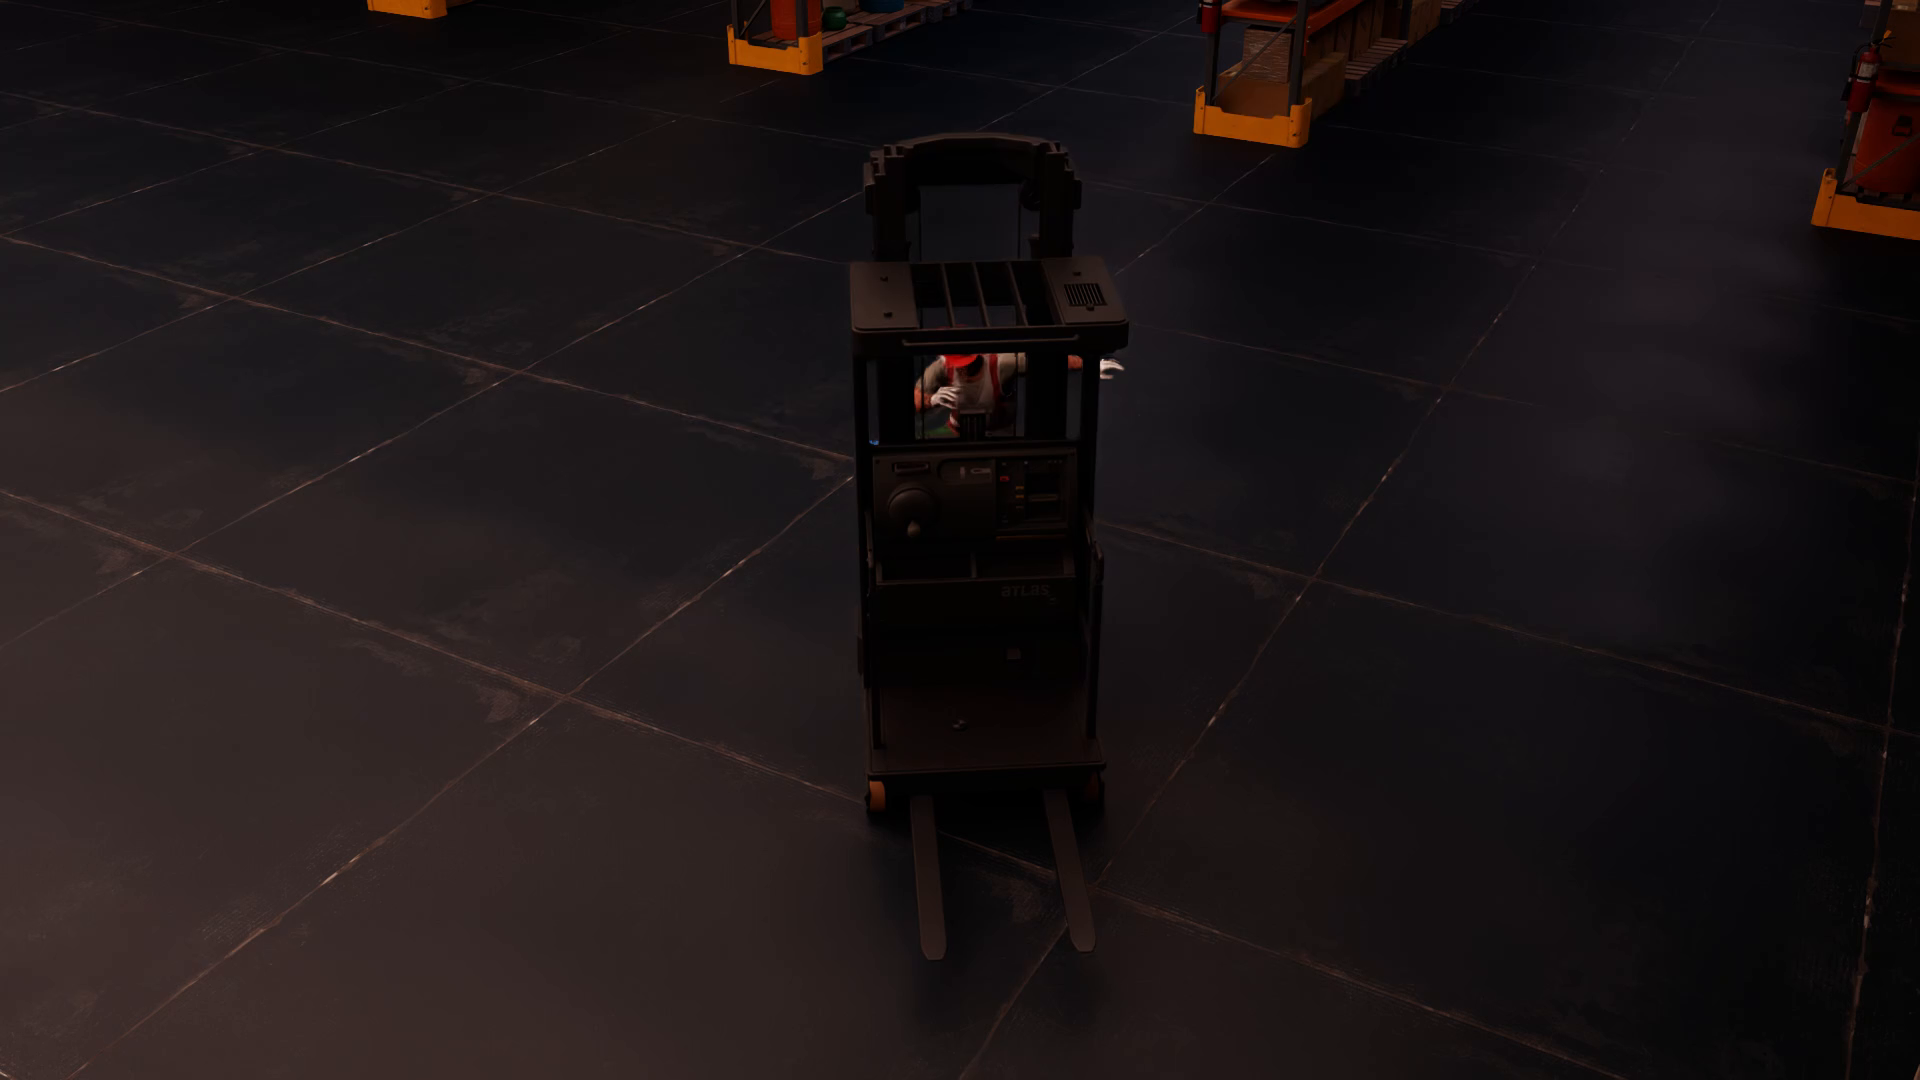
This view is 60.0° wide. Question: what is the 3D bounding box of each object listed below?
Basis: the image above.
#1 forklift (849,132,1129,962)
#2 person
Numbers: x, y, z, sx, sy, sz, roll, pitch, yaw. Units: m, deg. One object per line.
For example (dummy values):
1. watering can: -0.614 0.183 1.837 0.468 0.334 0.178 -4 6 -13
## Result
1. forklift: 0.090 -0.162 7.352 1.130 2.935 3.031 -2 30 -4
2. person: 0.165 -0.548 9.518 1.489 1.455 0.756 9 31 16
